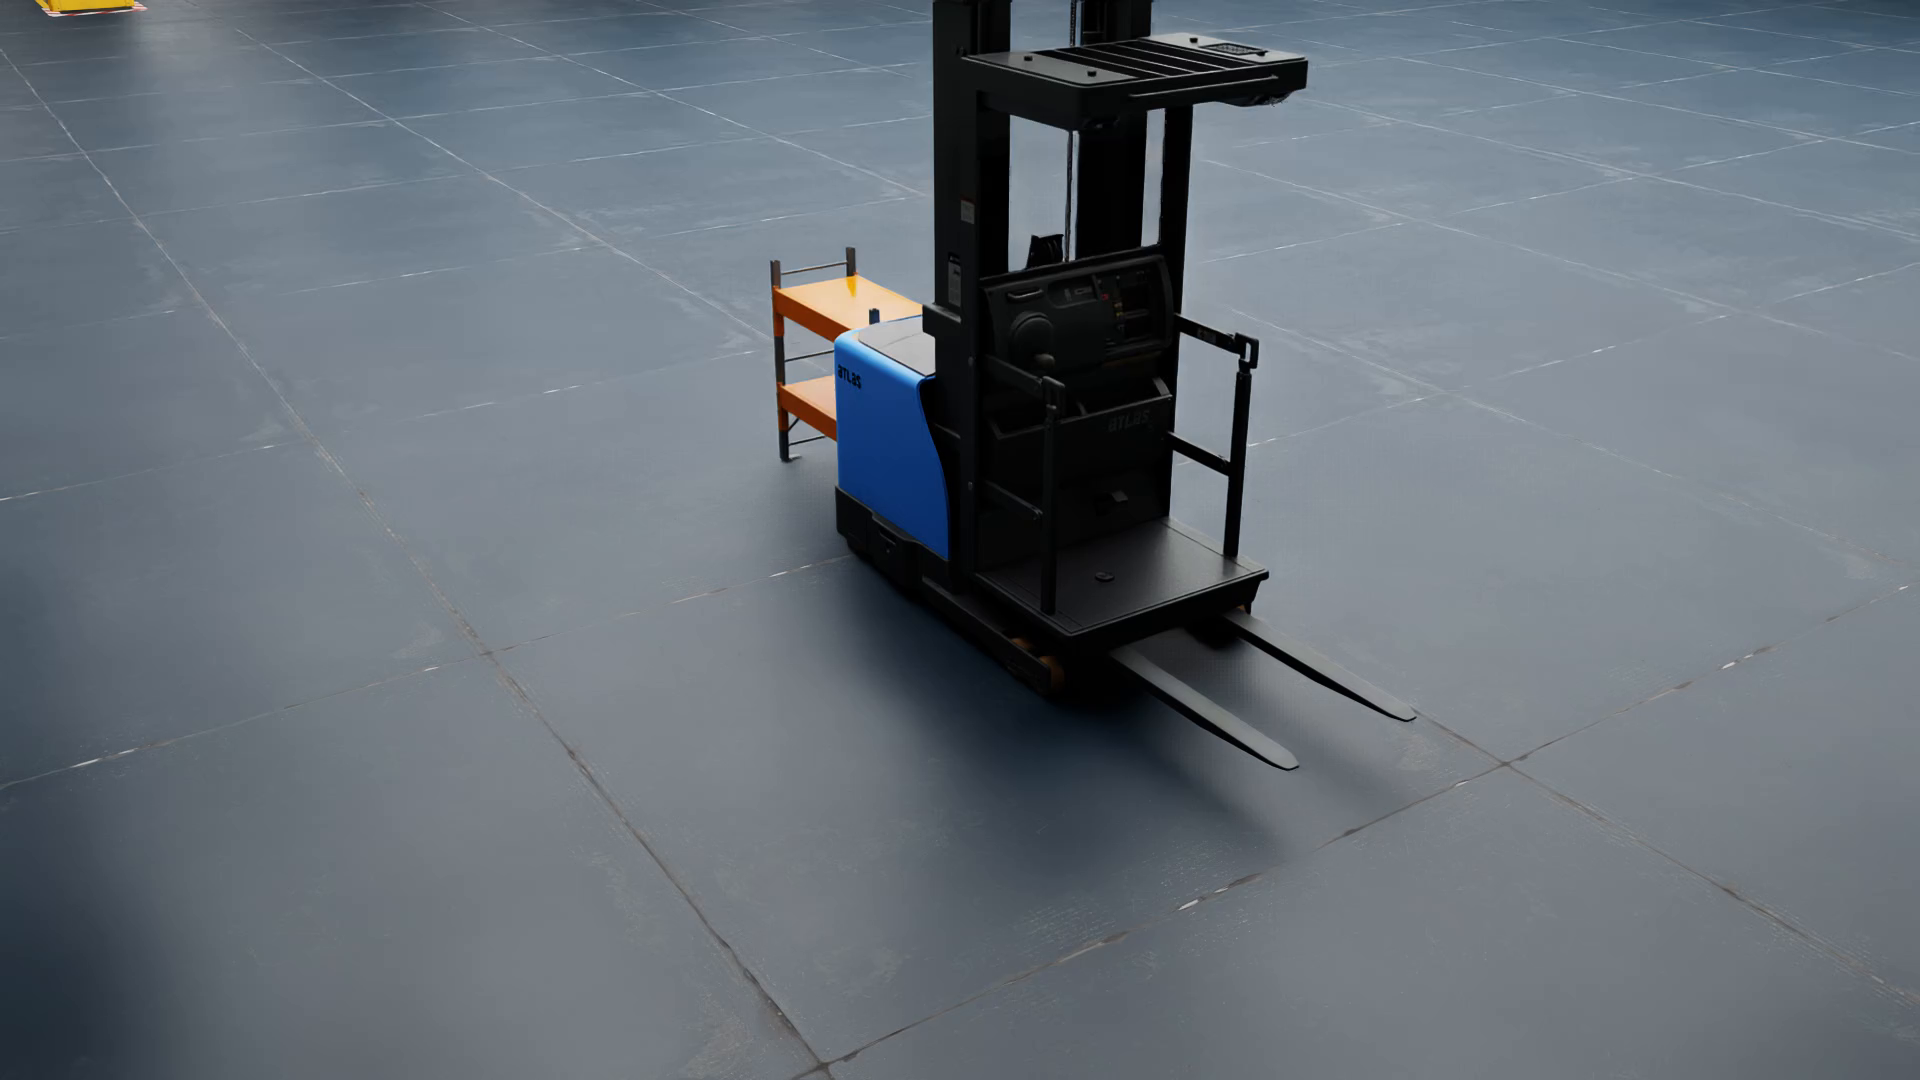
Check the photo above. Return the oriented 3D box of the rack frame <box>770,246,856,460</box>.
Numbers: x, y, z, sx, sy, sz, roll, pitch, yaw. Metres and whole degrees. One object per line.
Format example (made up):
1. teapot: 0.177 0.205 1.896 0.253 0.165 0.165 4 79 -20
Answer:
1. rack frame: -0.780 -1.013 9.077 0.500 1.125 0.032 -16 30 -30

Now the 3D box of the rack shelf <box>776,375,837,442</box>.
1. rack shelf: -0.500 -0.610 8.798 0.538 0.278 1.000 -16 30 -30

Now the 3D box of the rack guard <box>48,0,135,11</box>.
1. rack guard: -13.384 -8.443 25.550 1.175 0.500 0.348 -16 29 -30

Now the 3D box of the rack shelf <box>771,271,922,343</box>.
1. rack shelf: -0.500 -1.096 8.569 0.538 0.278 1.000 -16 30 -30

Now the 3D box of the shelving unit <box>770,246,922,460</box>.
1. shelving unit: -0.500 -0.831 8.694 0.538 1.125 1.048 -16 30 -30

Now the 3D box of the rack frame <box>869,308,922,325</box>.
1. rack frame: -0.220 -0.650 8.310 0.500 1.125 0.032 -16 30 -30

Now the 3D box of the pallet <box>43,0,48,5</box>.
1. pallet: -13.850 -8.585 26.188 1.003 0.211 1.213 -16 29 -30

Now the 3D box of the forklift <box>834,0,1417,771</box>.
1. forklift: 0.623 -0.914 6.753 1.130 2.935 3.031 -16 30 -30
